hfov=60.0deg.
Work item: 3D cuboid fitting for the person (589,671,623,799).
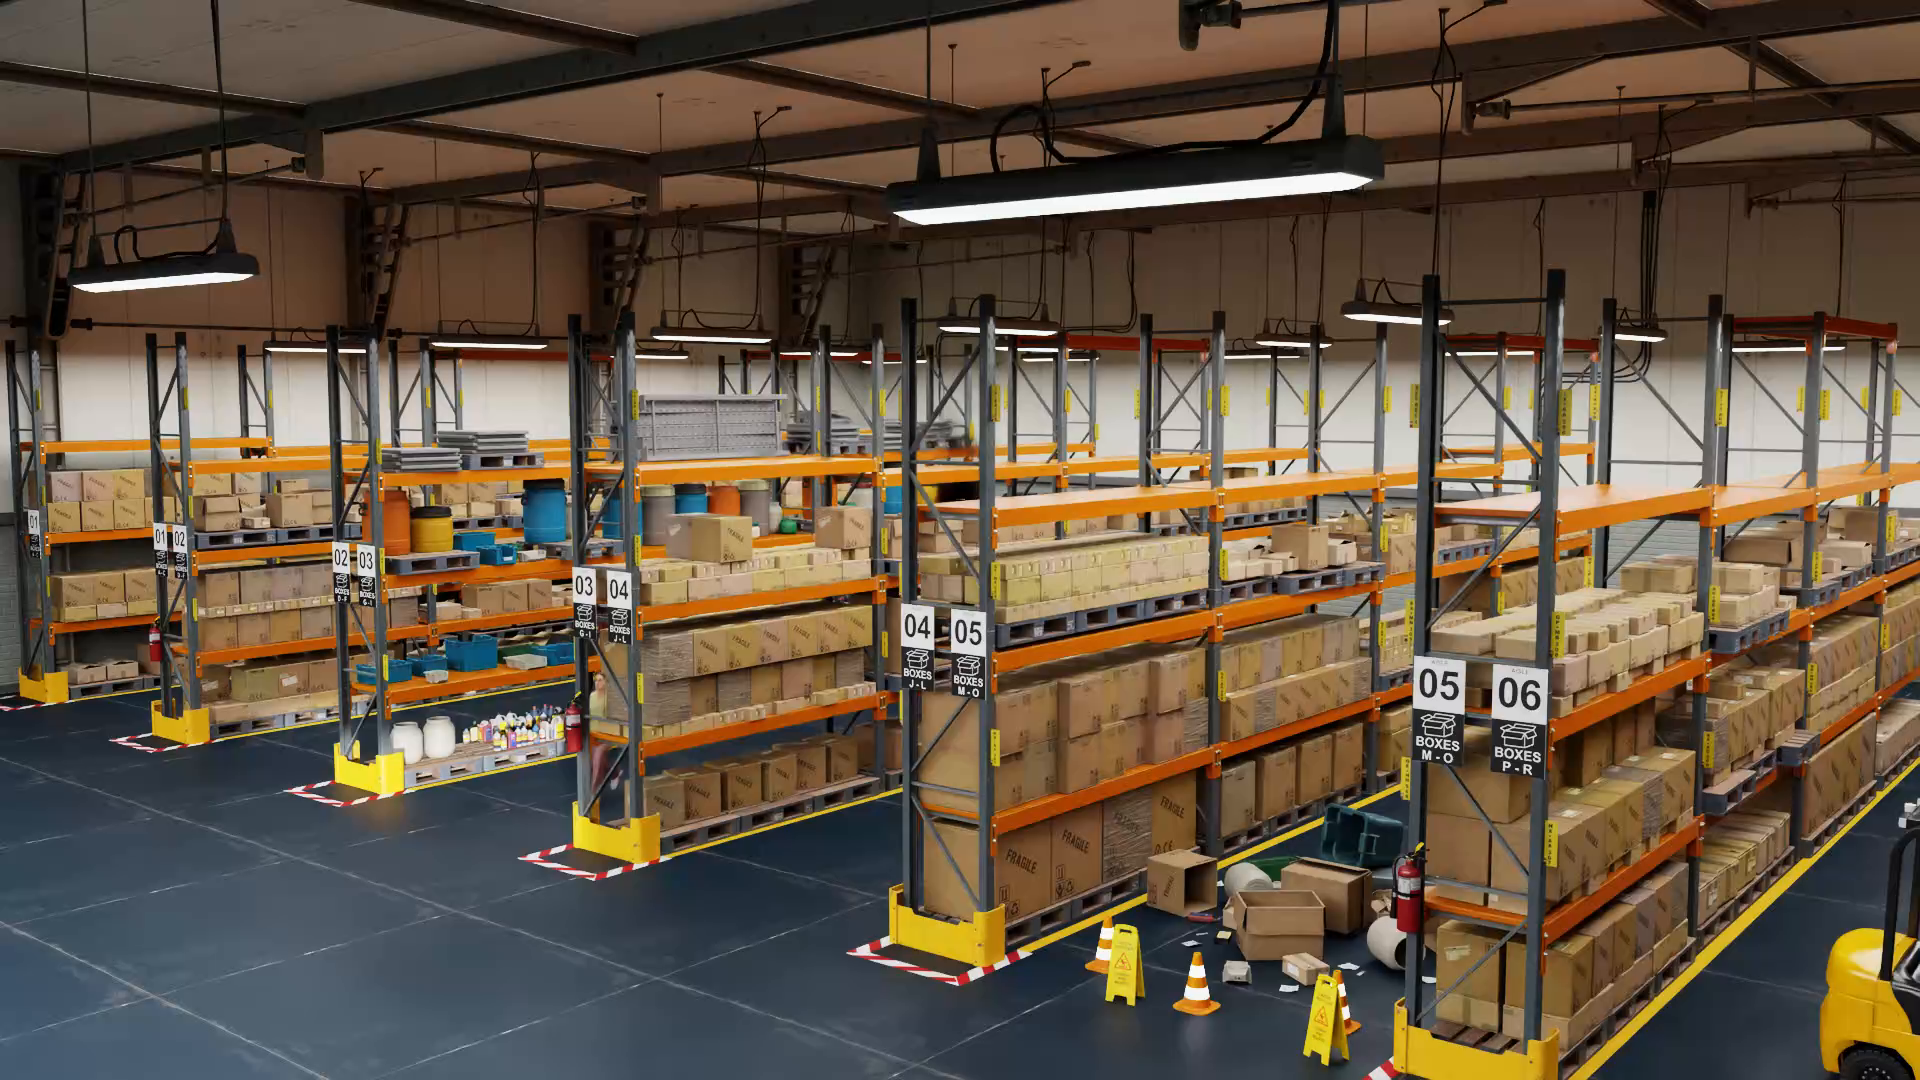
[{"bbox_3d":[-4.467,2.450,20.819,0.590,1.643,0.880,2,6,22],"label":"person"}]
